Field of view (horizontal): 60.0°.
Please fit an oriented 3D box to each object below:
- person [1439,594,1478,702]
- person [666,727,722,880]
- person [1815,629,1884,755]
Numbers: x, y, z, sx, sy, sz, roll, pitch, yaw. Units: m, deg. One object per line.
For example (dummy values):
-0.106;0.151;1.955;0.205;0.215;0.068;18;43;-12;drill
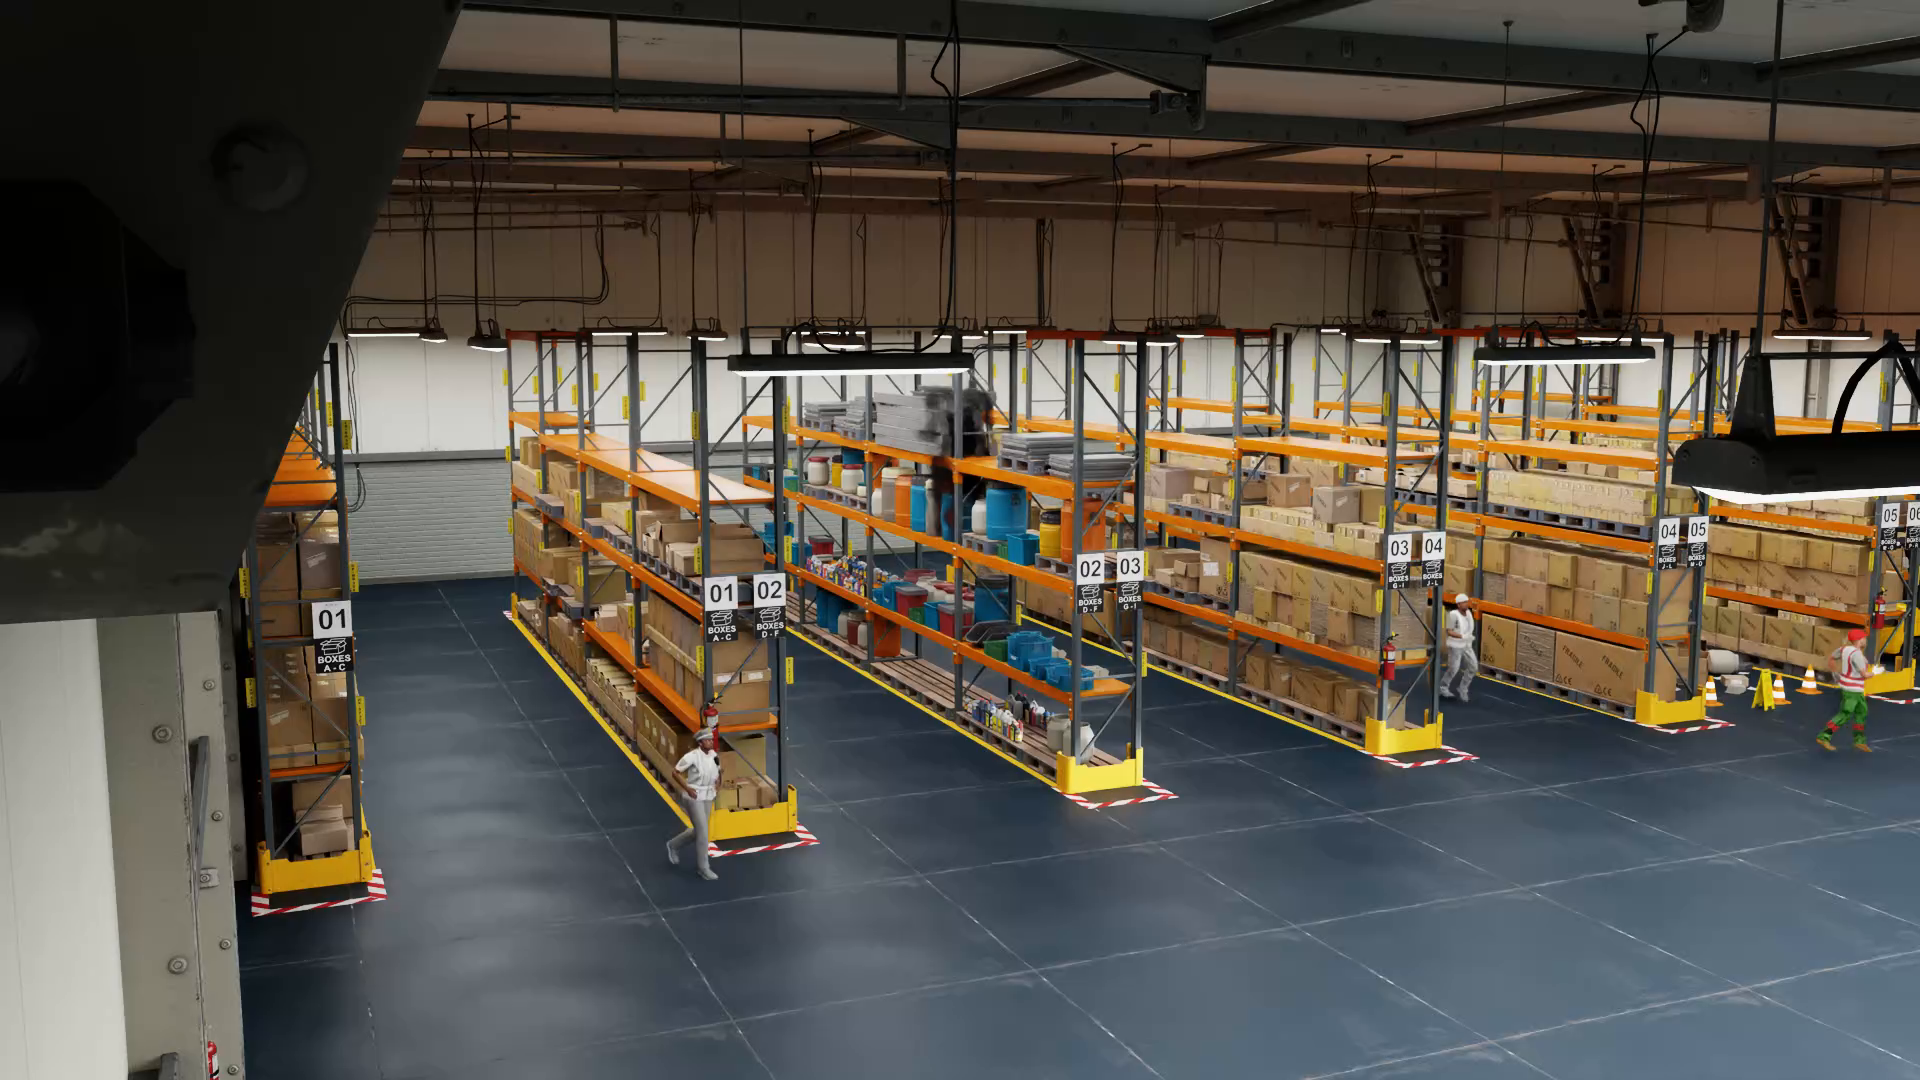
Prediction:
8.205;1.781;27.176;0.711;1.833;0.727;-5;9;-32;person
-2.975;2.959;18.972;0.842;1.679;0.613;6;10;37;person
12.803;2.169;23.924;0.837;1.810;0.662;2;8;14;person
